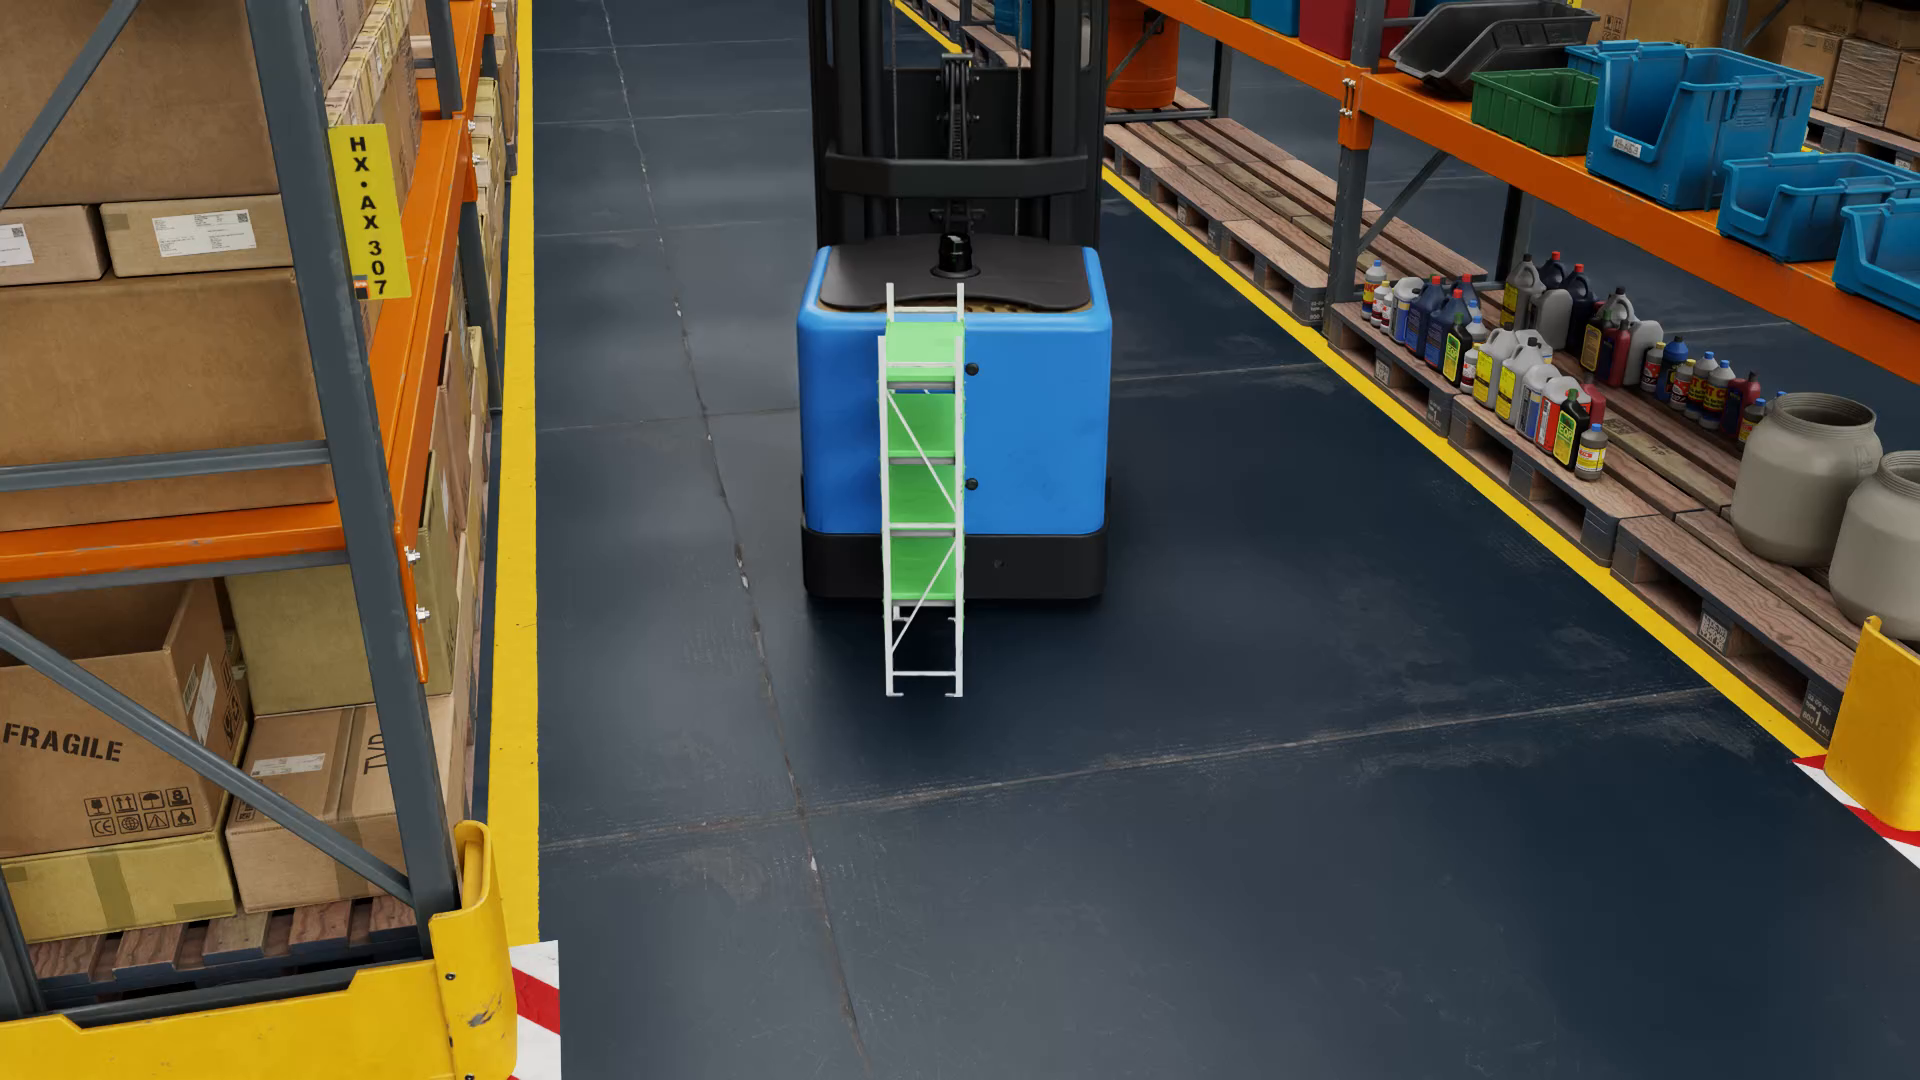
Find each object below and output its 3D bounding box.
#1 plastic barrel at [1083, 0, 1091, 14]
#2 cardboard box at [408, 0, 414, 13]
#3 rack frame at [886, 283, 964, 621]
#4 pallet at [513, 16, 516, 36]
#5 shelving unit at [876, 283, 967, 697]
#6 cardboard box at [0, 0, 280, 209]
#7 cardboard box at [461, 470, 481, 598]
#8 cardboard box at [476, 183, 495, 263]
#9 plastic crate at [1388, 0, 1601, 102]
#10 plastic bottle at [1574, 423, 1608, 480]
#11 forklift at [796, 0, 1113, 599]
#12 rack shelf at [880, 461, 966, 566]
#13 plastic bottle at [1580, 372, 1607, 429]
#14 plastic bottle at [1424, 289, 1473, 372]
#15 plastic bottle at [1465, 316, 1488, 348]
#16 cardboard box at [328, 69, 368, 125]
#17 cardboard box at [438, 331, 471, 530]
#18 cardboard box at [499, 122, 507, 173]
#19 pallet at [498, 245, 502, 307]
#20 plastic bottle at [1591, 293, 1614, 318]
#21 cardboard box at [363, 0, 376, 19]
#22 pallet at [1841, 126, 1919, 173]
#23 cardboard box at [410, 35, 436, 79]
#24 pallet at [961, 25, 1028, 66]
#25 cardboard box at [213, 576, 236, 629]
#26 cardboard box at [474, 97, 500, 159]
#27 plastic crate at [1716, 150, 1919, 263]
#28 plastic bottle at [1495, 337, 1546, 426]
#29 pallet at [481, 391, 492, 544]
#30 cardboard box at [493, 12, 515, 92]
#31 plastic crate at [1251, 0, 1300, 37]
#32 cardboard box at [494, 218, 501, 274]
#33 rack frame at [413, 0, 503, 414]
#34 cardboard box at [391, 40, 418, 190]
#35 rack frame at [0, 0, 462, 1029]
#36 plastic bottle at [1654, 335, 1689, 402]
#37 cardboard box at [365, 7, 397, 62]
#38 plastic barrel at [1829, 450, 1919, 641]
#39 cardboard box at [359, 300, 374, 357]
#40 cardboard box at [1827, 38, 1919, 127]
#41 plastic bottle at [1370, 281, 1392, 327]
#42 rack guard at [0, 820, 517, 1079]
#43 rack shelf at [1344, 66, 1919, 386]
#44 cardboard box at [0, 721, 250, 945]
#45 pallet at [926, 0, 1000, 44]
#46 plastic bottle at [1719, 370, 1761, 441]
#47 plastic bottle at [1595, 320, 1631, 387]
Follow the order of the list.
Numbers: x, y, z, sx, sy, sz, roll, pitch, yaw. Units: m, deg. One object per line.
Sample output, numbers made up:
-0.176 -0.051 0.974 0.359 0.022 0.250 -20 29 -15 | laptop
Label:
1.015 -3.958 12.974 0.600 0.588 0.708 -6 27 -12 | plastic barrel
-2.205 -2.009 6.071 0.380 0.149 0.250 -7 28 -13 | cardboard box
-0.108 -0.261 5.436 0.240 1.200 0.015 0 27 1 | rack frame
-4.486 -4.450 14.832 1.003 0.211 1.213 -6 27 -12 | pallet
-0.111 -0.151 5.218 0.258 1.200 0.503 0 27 1 | shelving unit
-1.732 -0.979 3.309 0.700 0.500 0.500 -6 27 -11 | cardboard box
-1.868 -0.002 5.510 0.500 0.250 0.500 -6 27 -12 | cardboard box
-2.487 -1.519 7.893 0.500 0.311 0.500 -6 27 -12 | cardboard box
2.292 -2.112 7.175 0.767 0.338 0.504 -6 27 -12 | plastic crate
2.358 -0.336 6.203 0.097 0.201 0.097 0 27 0 | plastic bottle
-0.004 -1.726 6.416 1.130 2.935 3.031 0 27 1 | forklift
-0.111 -0.094 5.247 0.258 0.148 0.480 0 27 1 | rack shelf
2.432 -0.497 6.431 0.061 0.283 0.133 -6 27 -12 | plastic bottle
2.118 -0.917 7.190 0.144 0.351 0.185 -7 28 -14 | plastic bottle
2.188 -0.821 7.087 0.097 0.271 0.097 0 27 0 | plastic bottle
-1.740 -1.107 4.283 0.380 0.149 0.250 -7 28 -13 | cardboard box
-1.867 -0.337 5.342 0.500 0.500 0.500 -6 27 -12 | cardboard box
-3.074 -2.391 10.244 0.500 0.250 0.500 -5 27 -10 | cardboard box
-3.012 -1.493 8.973 1.003 0.211 1.213 -6 27 -12 | pallet
2.844 -0.961 7.352 0.061 0.283 0.133 -4 27 -8 | plastic bottle
-2.196 -1.869 5.074 0.700 0.500 0.500 -6 27 -12 | cardboard box
6.668 -2.519 11.006 1.003 0.211 1.213 -6 27 -12 | pallet
-2.530 -2.179 7.517 0.380 0.149 0.250 -6 27 -12 | cardboard box
0.628 -4.307 14.548 1.003 0.211 1.213 -6 27 -12 | pallet
-2.278 -0.063 4.799 0.500 0.500 0.500 -6 27 -12 | cardboard box
-2.949 -2.415 9.669 0.500 0.311 0.500 -6 27 -12 | cardboard box
2.654 -1.035 5.137 0.499 0.251 0.408 -6 27 -12 | plastic crate
2.256 -0.649 6.658 0.144 0.351 0.185 -5 27 -9 | plastic bottle
-2.391 -0.283 6.576 1.003 0.211 1.213 -6 27 -12 | pallet
-3.609 -3.625 12.389 0.500 0.500 0.500 -7 28 -13 | cardboard box
1.746 -2.828 8.542 0.392 0.384 0.575 -6 27 -12 | plastic crate
-2.612 -1.495 8.469 0.500 0.250 0.500 -7 28 -13 | cardboard box
-2.529 -1.881 6.648 1.000 3.000 0.127 -6 27 -12 | rack frame
-2.298 -1.501 5.784 0.700 0.500 0.500 -6 27 -12 | cardboard box
-1.628 -0.125 3.169 1.000 3.000 0.127 -6 27 -12 | rack frame
2.949 -0.716 6.879 0.097 0.271 0.097 0 27 0 | plastic bottle
-1.974 -1.560 5.181 0.380 0.149 0.250 -5 27 -10 | cardboard box
2.976 0.015 5.185 0.421 0.512 0.421 0 27 0 | plastic barrel
-1.843 -0.606 4.011 0.700 0.500 0.500 -5 27 -10 | cardboard box
6.530 -3.188 11.523 0.700 0.500 0.500 -8 28 -16 | cardboard box
1.965 -1.101 7.719 0.097 0.201 0.097 0 27 0 | plastic bottle
-1.622 1.001 3.712 1.175 0.500 0.348 -6 27 -12 | rack guard
2.748 -1.183 6.064 1.077 0.370 4.000 -6 27 -12 | rack shelf
-2.036 0.709 4.101 0.500 0.250 0.500 -6 27 -12 | cardboard box
0.291 -4.969 15.860 1.003 0.211 1.213 -6 27 -12 | pallet
3.061 -0.539 6.516 0.061 0.283 0.133 -5 27 -11 | plastic bottle
2.769 -0.804 7.040 0.061 0.283 0.133 -6 27 -12 | plastic bottle
